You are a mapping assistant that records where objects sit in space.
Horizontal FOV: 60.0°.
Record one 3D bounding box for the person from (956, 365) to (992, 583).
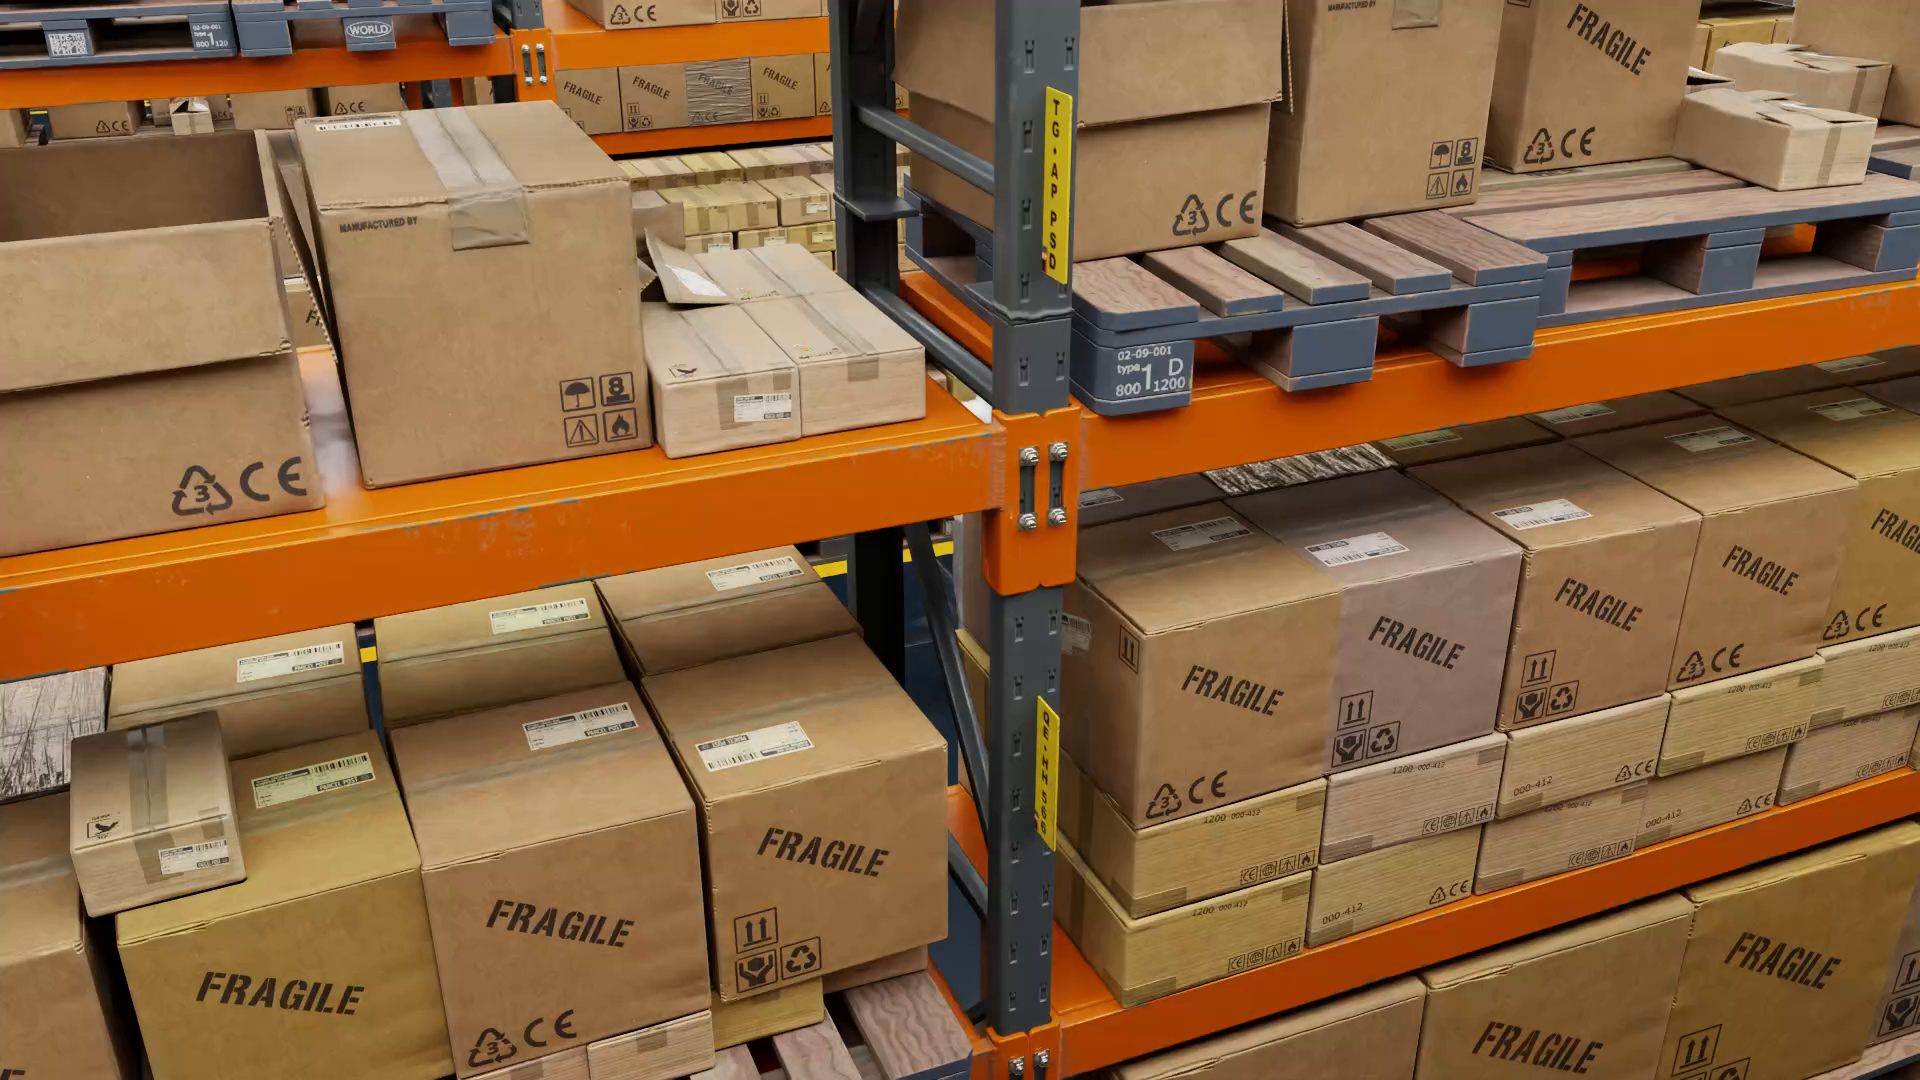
[{"bbox_3d":[0.154,-0.158,7.407,0.516,1.770,0.571,-8,27,-16],"label":"person"}]
